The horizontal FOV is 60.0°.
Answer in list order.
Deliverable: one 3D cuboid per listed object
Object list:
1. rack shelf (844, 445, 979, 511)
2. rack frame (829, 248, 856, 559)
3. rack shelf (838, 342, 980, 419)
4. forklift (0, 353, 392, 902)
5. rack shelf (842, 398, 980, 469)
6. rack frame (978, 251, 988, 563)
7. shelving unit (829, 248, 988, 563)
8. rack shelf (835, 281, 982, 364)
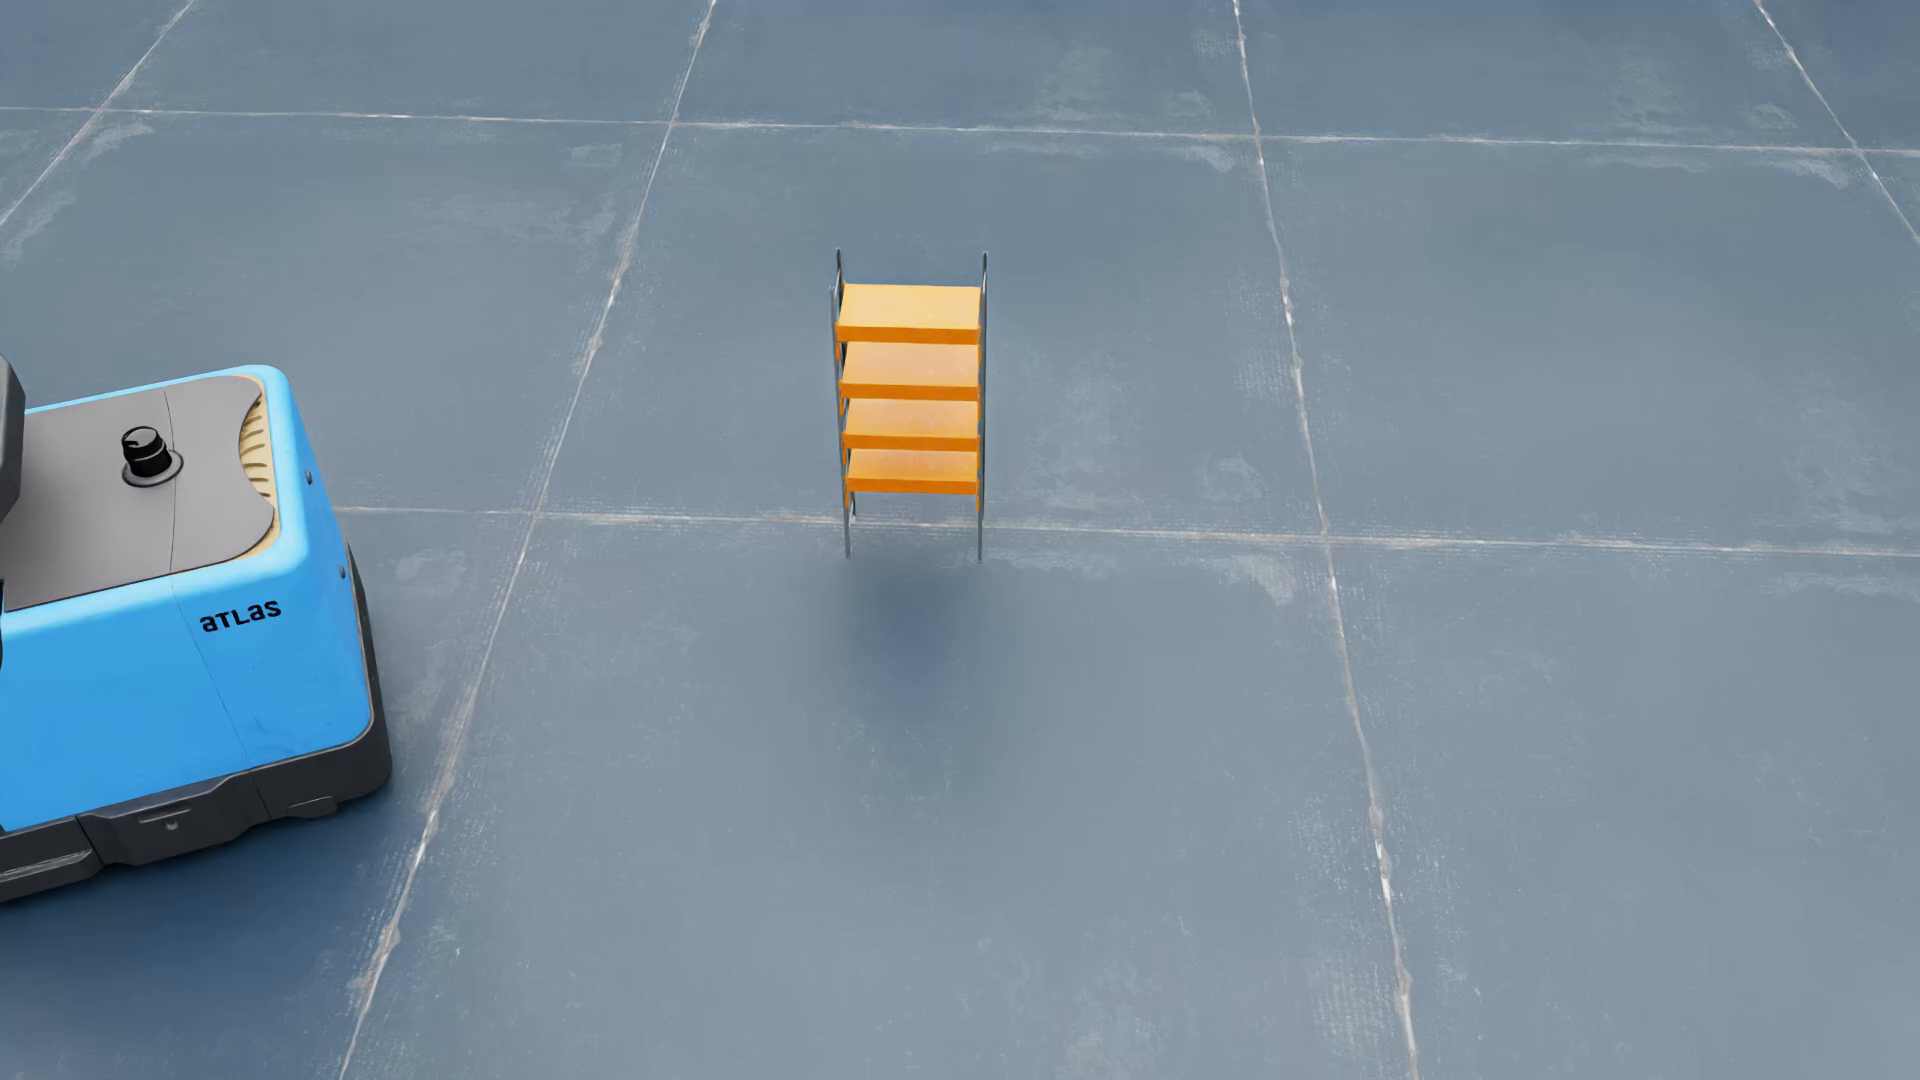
[{"bbox_3d":[-0.165,-0.250,6.028,0.480,0.148,0.258,2,43,2],"label":"rack shelf"},{"bbox_3d":[-0.409,-0.452,5.855,0.015,1.200,0.240,2,43,2],"label":"rack frame"},{"bbox_3d":[-0.165,-0.559,5.740,0.480,0.148,0.258,2,43,2],"label":"rack shelf"},{"bbox_3d":[-3.401,-0.206,4.321,3.031,2.935,1.130,-14,45,-15],"label":"forklift"},{"bbox_3d":[-0.165,-0.395,5.892,0.480,0.148,0.258,2,43,2],"label":"rack shelf"},{"bbox_3d":[0.078,-0.437,5.838,0.015,1.200,0.240,2,43,2],"label":"rack frame"},{"bbox_3d":[-0.165,-0.444,5.846,0.503,1.200,0.258,2,43,2],"label":"shelving unit"},{"bbox_3d":[-0.165,-0.732,5.579,0.480,0.148,0.258,2,43,2],"label":"rack shelf"}]
